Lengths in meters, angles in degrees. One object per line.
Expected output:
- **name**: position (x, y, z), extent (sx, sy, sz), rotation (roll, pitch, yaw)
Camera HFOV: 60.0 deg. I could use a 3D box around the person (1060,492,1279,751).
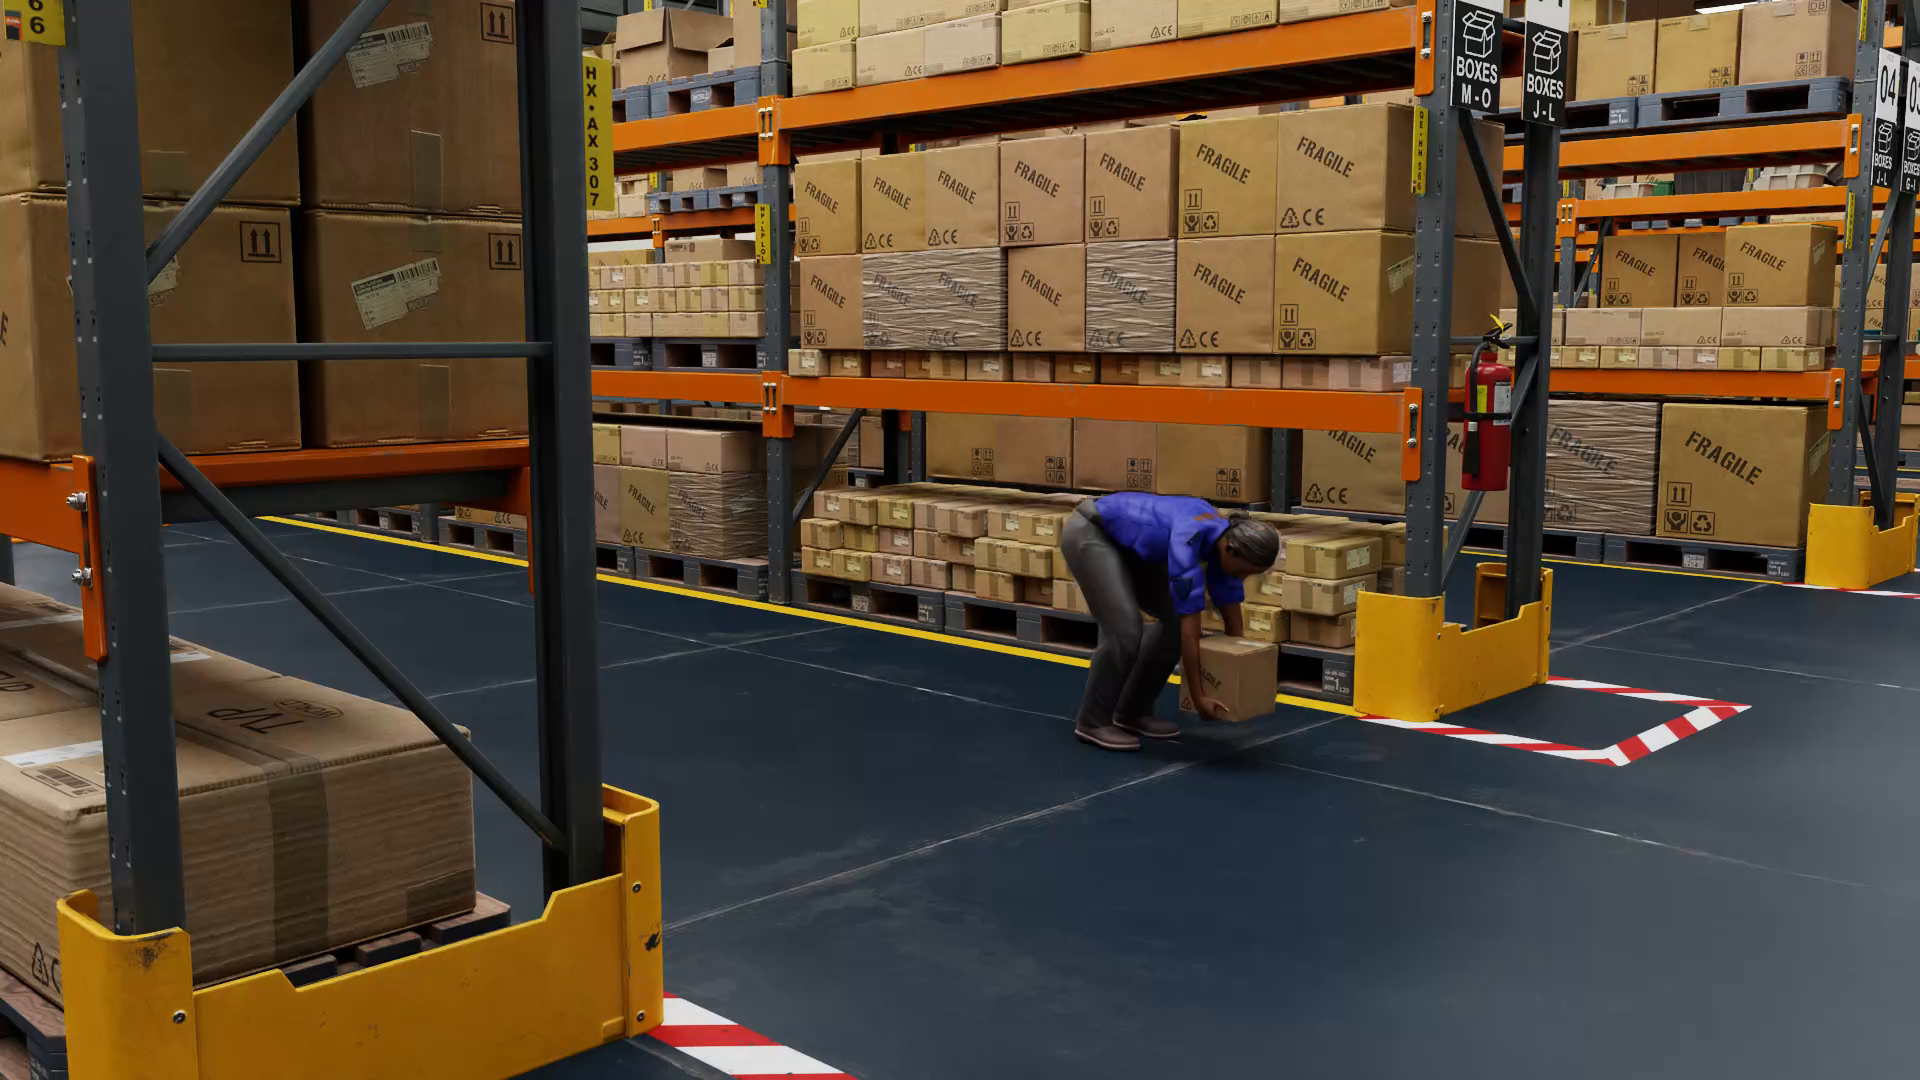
- **person**: position (0.783, 0.308, 6.169), extent (0.876, 0.954, 0.444), rotation (6, 9, 41)
